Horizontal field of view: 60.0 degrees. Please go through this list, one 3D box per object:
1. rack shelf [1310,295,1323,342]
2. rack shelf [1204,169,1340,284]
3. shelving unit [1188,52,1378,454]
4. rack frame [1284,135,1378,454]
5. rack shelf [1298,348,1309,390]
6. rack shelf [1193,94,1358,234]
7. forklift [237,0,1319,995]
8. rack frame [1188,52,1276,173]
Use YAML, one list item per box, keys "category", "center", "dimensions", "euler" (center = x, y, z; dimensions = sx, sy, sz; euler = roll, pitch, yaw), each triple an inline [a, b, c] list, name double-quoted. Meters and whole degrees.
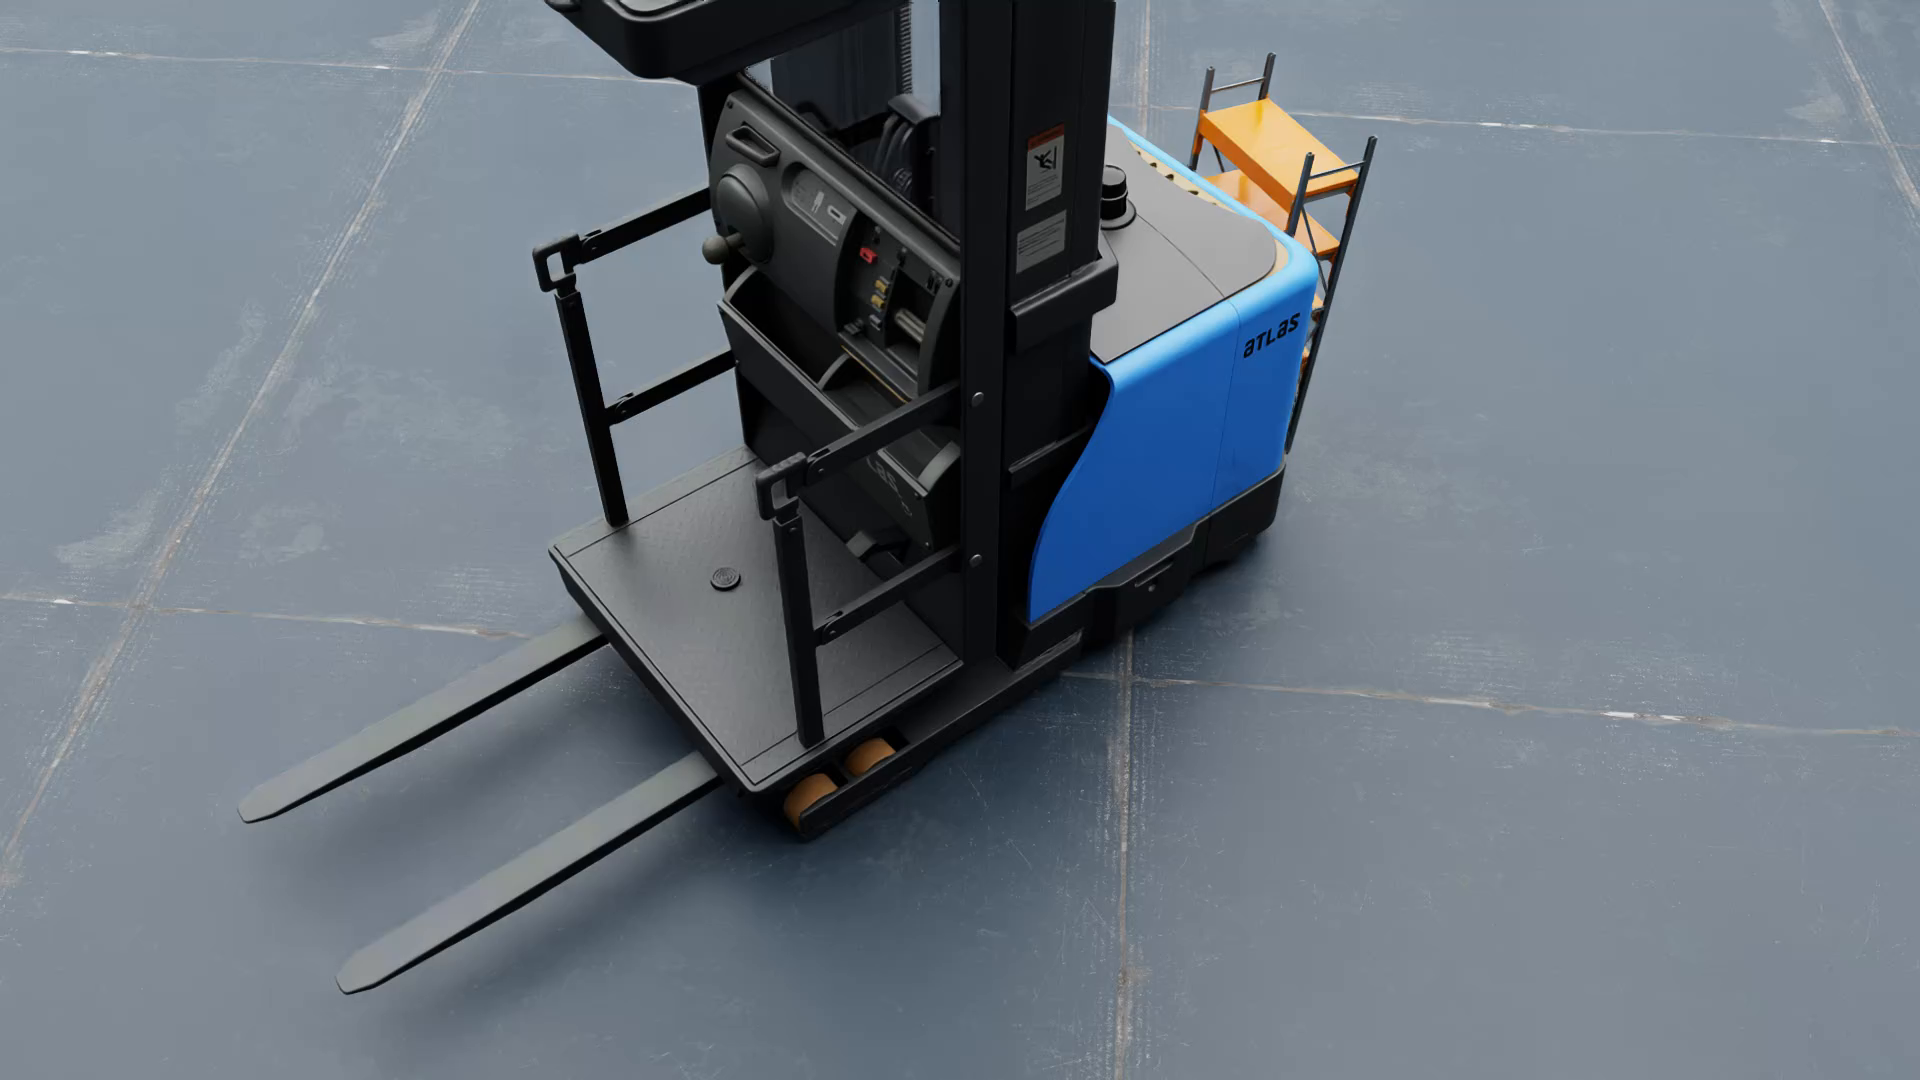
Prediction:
- category: "rack shelf"
  center: [0.904, -0.790, 5.239]
  dimensions: [0.258, 0.148, 0.480]
  euler: [-19, 50, -22]
- category: "rack shelf"
  center: [0.919, -0.946, 5.079]
  dimensions: [0.258, 0.148, 0.480]
  euler: [-19, 50, -22]
- category: "shelving unit"
  center: [0.909, -0.837, 5.191]
  dimensions: [0.258, 1.200, 0.503]
  euler: [-19, 50, -22]
- category: "rack frame"
  center: [1.024, -0.678, 5.045]
  dimensions: [0.240, 1.200, 0.015]
  euler: [-19, 50, -22]
- category: "rack shelf"
  center: [0.892, -0.652, 5.380]
  dimensions: [0.258, 0.148, 0.480]
  euler: [-19, 50, -22]
- category: "rack shelf"
  center: [0.934, -1.111, 4.910]
  dimensions: [0.258, 0.148, 0.480]
  euler: [-19, 50, -22]
- category: "forklift"
  center: [-0.479, -0.638, 3.847]
  dimensions: [3.031, 2.935, 1.130]
  euler: [-30, 54, -25]
- category: "rack frame"
  center: [0.794, -0.996, 5.336]
  dimensions: [0.240, 1.200, 0.015]
  euler: [-19, 50, -22]
